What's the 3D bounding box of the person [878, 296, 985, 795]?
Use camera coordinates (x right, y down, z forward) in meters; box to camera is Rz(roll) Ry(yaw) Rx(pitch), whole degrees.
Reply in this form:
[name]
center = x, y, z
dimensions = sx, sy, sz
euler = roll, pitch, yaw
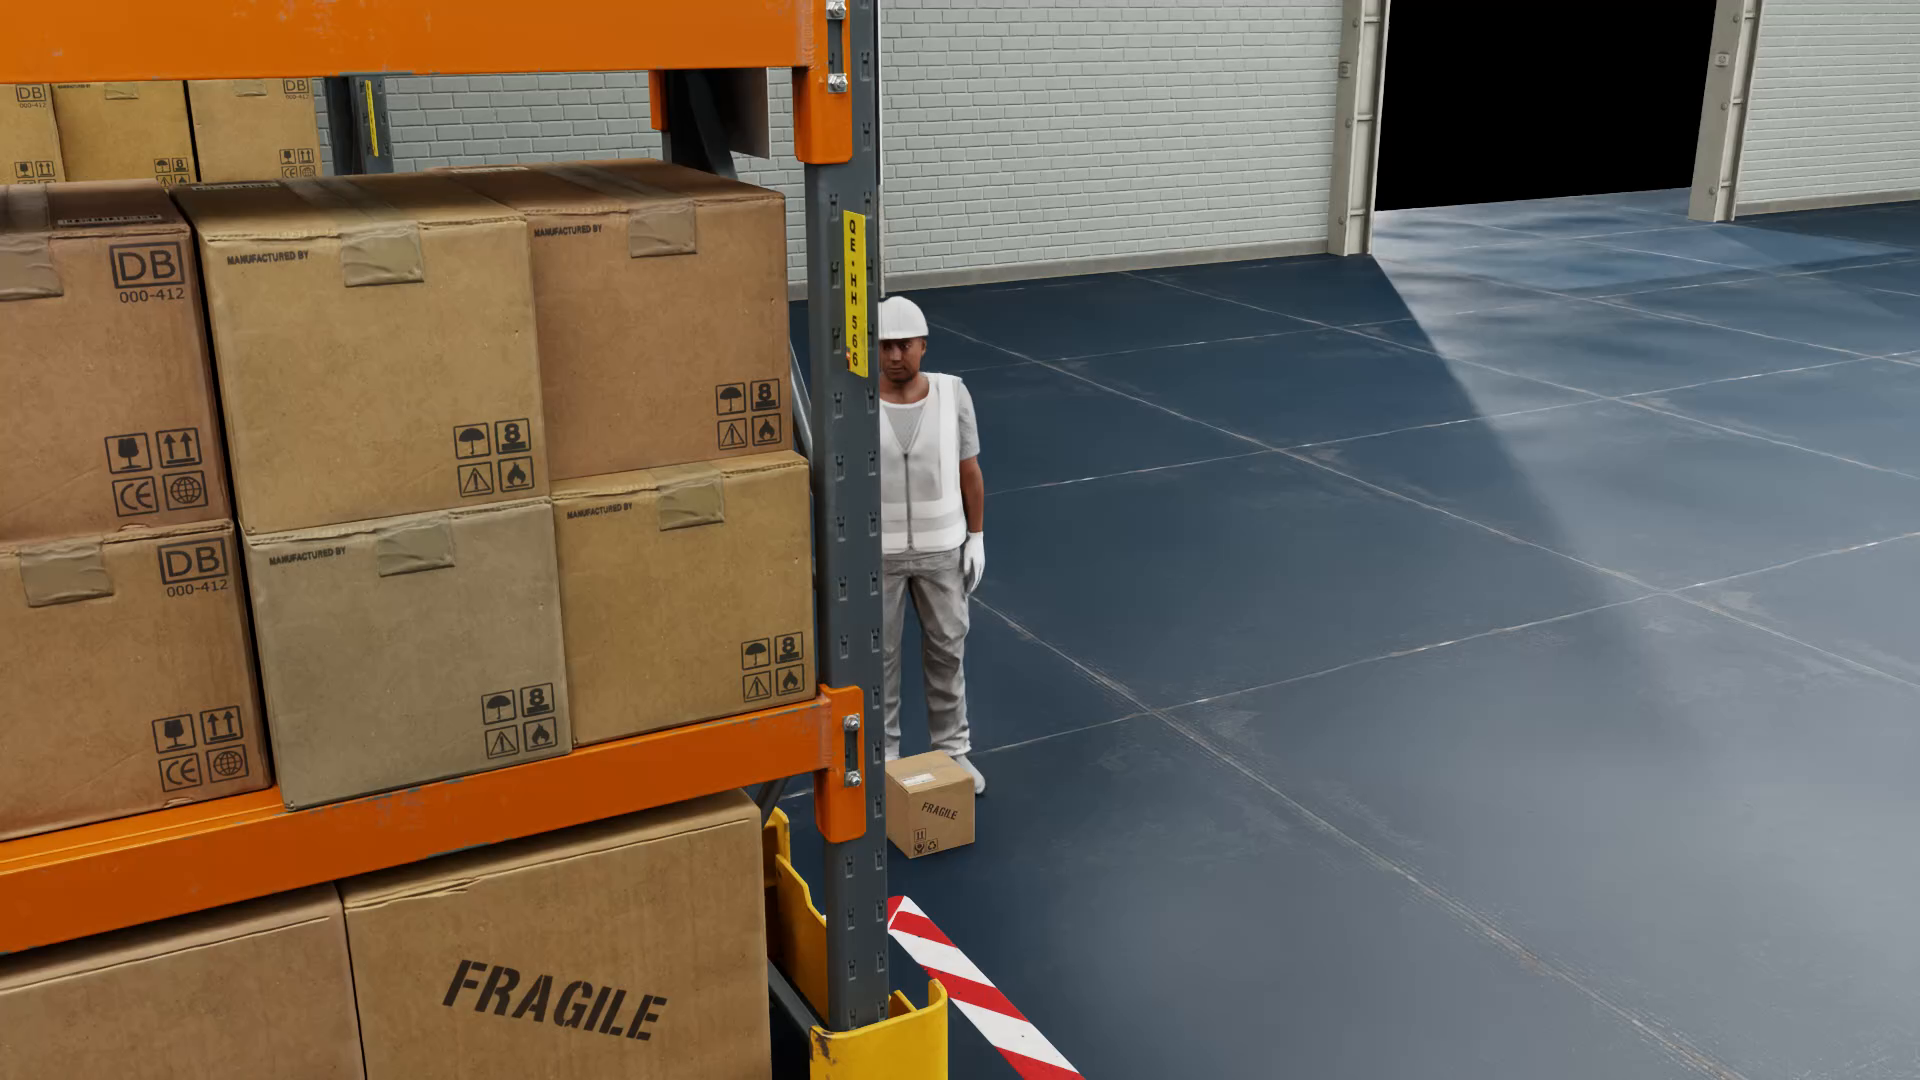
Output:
[person]
center = -0.190, 0.041, 5.880
dimensions = 0.562, 1.799, 0.390
euler = -3, 18, -9
